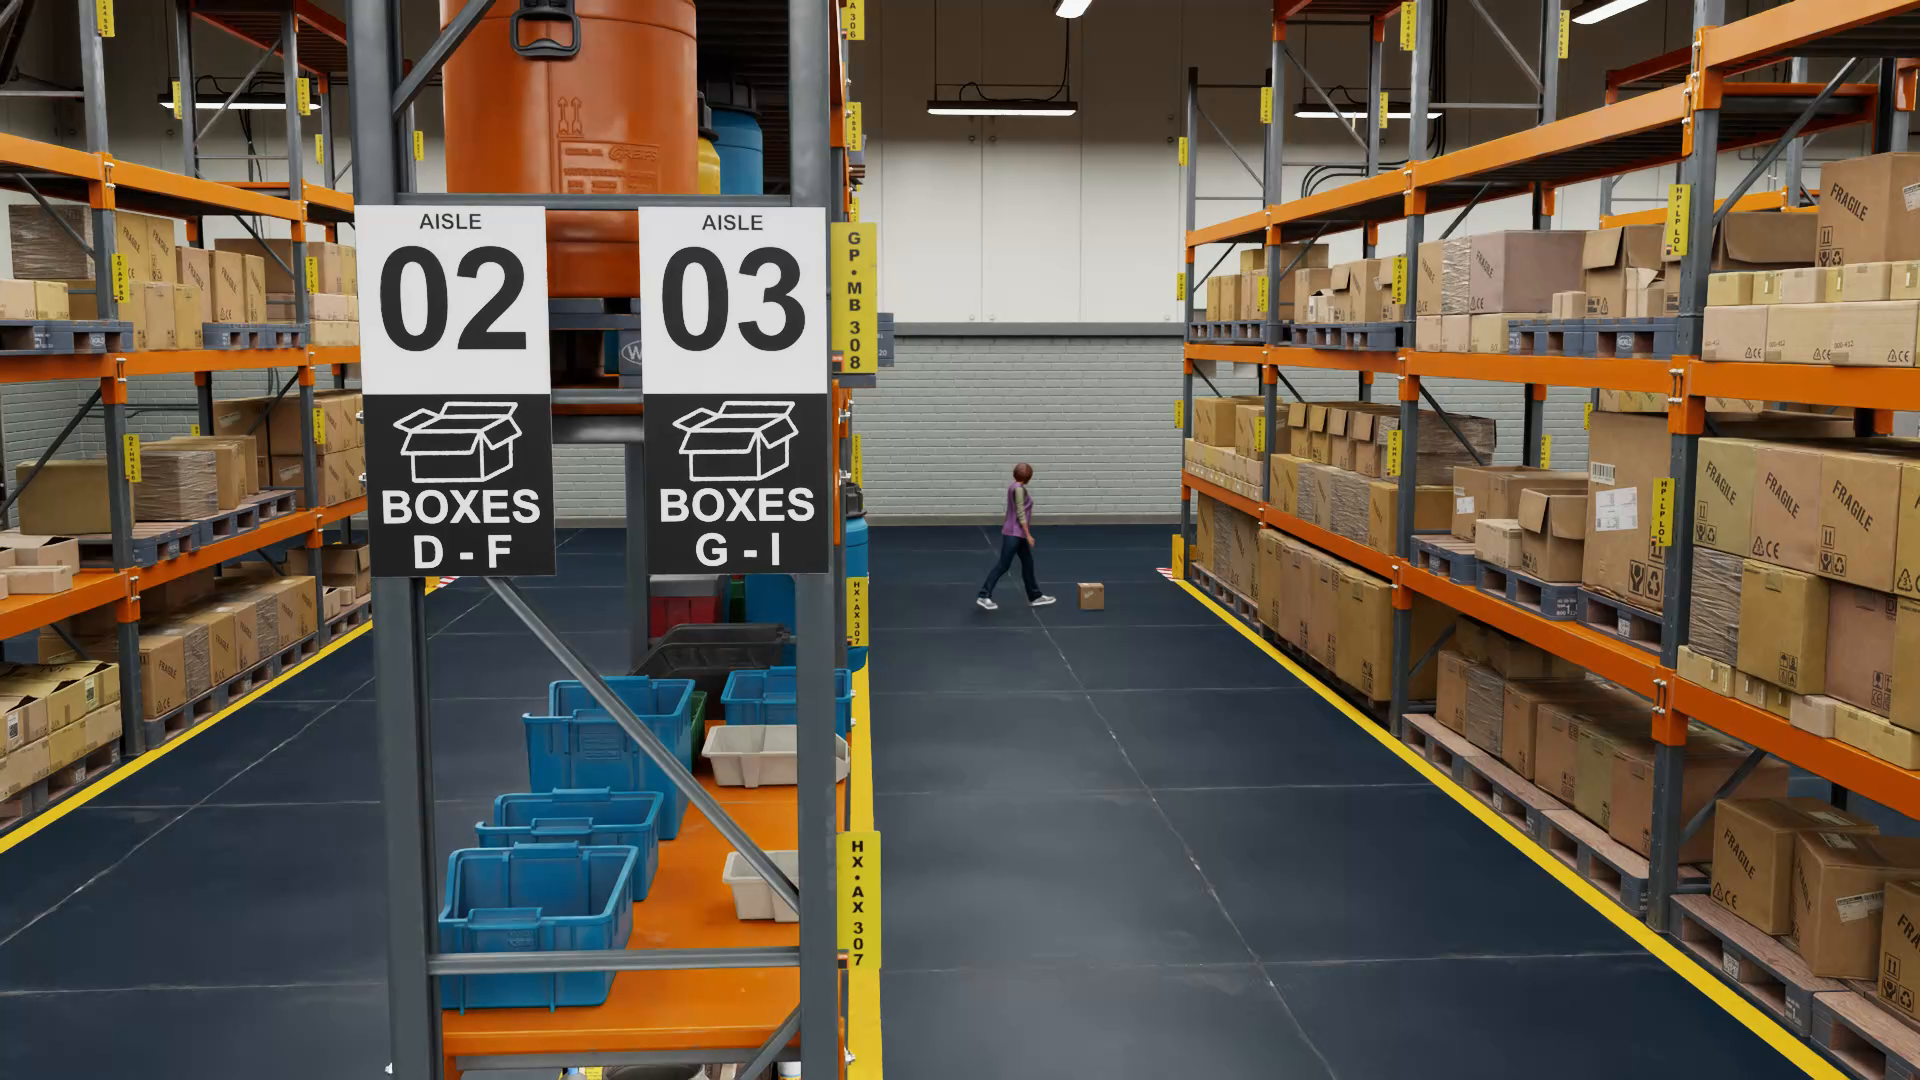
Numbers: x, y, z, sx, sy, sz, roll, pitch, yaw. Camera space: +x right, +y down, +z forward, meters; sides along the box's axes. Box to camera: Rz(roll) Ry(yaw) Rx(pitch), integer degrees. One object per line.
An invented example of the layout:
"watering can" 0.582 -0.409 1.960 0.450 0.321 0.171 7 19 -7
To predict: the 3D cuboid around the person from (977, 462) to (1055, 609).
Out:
"person" 0.606 -0.047 17.674 0.847 1.553 0.553 0 7 1
